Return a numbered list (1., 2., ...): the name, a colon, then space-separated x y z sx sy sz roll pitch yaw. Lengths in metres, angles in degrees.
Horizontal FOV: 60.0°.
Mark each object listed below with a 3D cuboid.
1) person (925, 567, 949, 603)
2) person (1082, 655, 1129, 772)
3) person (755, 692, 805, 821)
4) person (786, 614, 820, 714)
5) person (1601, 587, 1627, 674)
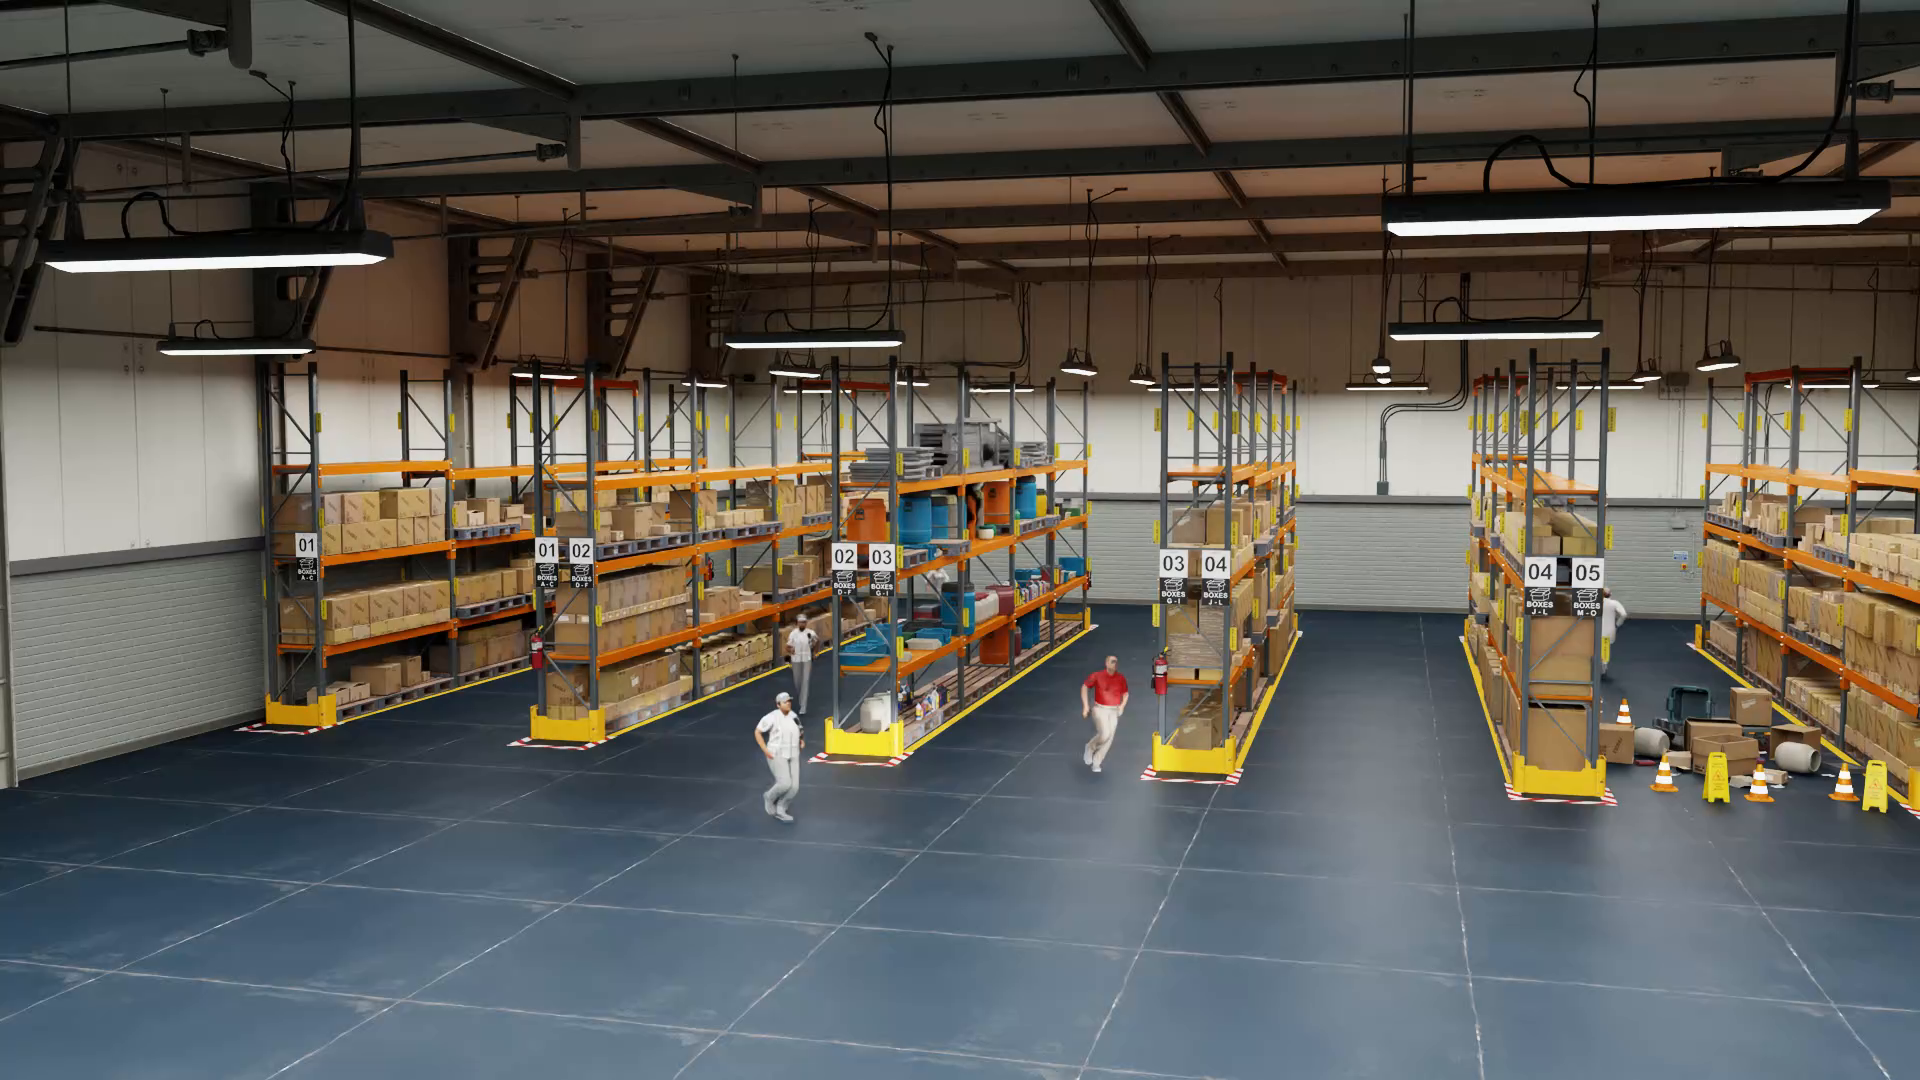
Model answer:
1. person: -0.526 1.304 41.400 0.588 1.574 0.677 -2 5 -29
2. person: 2.132 2.494 23.907 0.692 1.656 0.554 -1 4 -19
3. person: -2.188 2.722 20.833 0.668 1.628 0.505 -4 5 -41
4. person: -2.736 2.119 28.895 0.580 1.695 0.904 0 4 -1
5. person: 12.764 1.805 32.904 0.718 1.753 0.981 1 4 9
